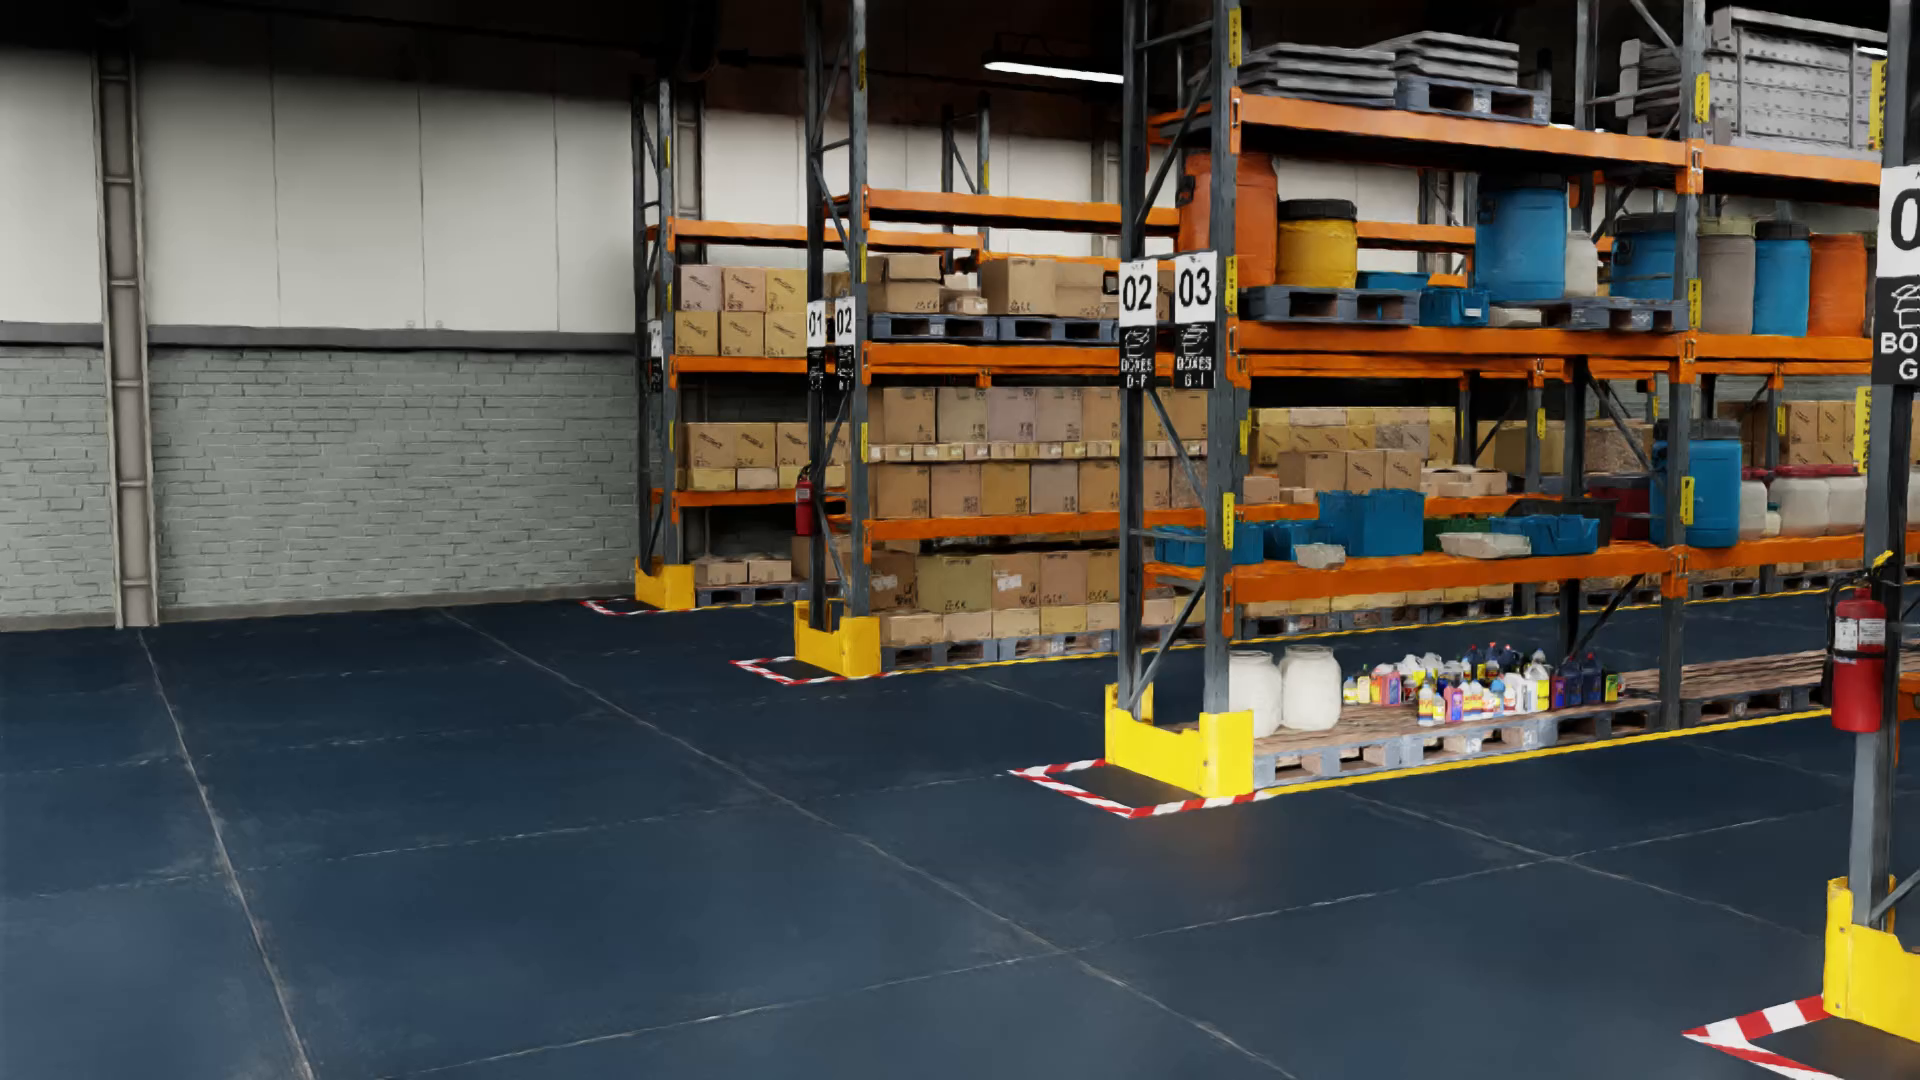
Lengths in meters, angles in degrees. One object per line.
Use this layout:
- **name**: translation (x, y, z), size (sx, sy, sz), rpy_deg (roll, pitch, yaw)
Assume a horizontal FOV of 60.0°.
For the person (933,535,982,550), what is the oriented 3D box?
- **person**: translation (-0.050, -0.070, 17.878), size (0.659, 1.779, 0.569), rpy_deg (-2, 5, -18)
